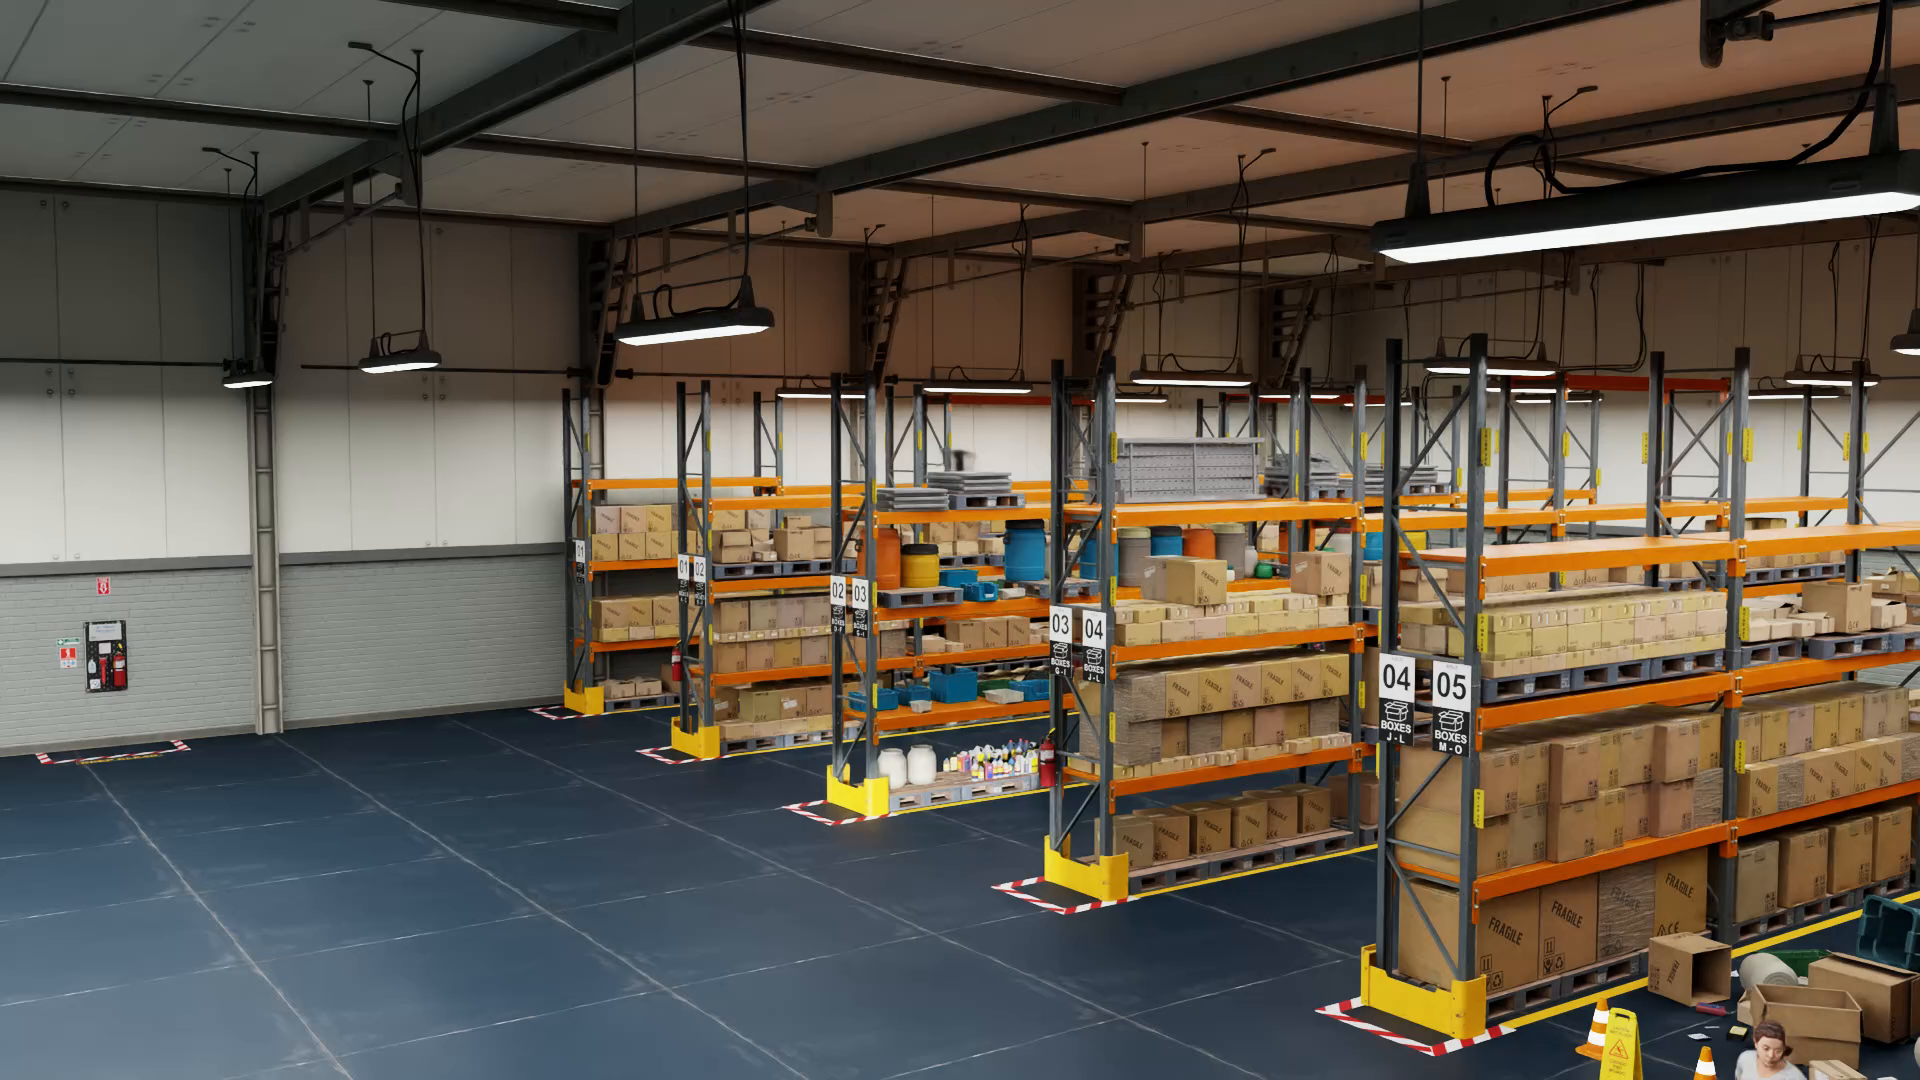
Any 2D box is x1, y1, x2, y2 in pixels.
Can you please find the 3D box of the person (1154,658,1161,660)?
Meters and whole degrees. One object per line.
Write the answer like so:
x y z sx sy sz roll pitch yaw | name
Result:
3.451 2.557 28.114 0.912 1.612 0.643 0 4 -8 | person

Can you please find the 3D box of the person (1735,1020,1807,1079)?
4.938 3.700 10.174 0.568 1.621 0.639 4 5 44 | person
